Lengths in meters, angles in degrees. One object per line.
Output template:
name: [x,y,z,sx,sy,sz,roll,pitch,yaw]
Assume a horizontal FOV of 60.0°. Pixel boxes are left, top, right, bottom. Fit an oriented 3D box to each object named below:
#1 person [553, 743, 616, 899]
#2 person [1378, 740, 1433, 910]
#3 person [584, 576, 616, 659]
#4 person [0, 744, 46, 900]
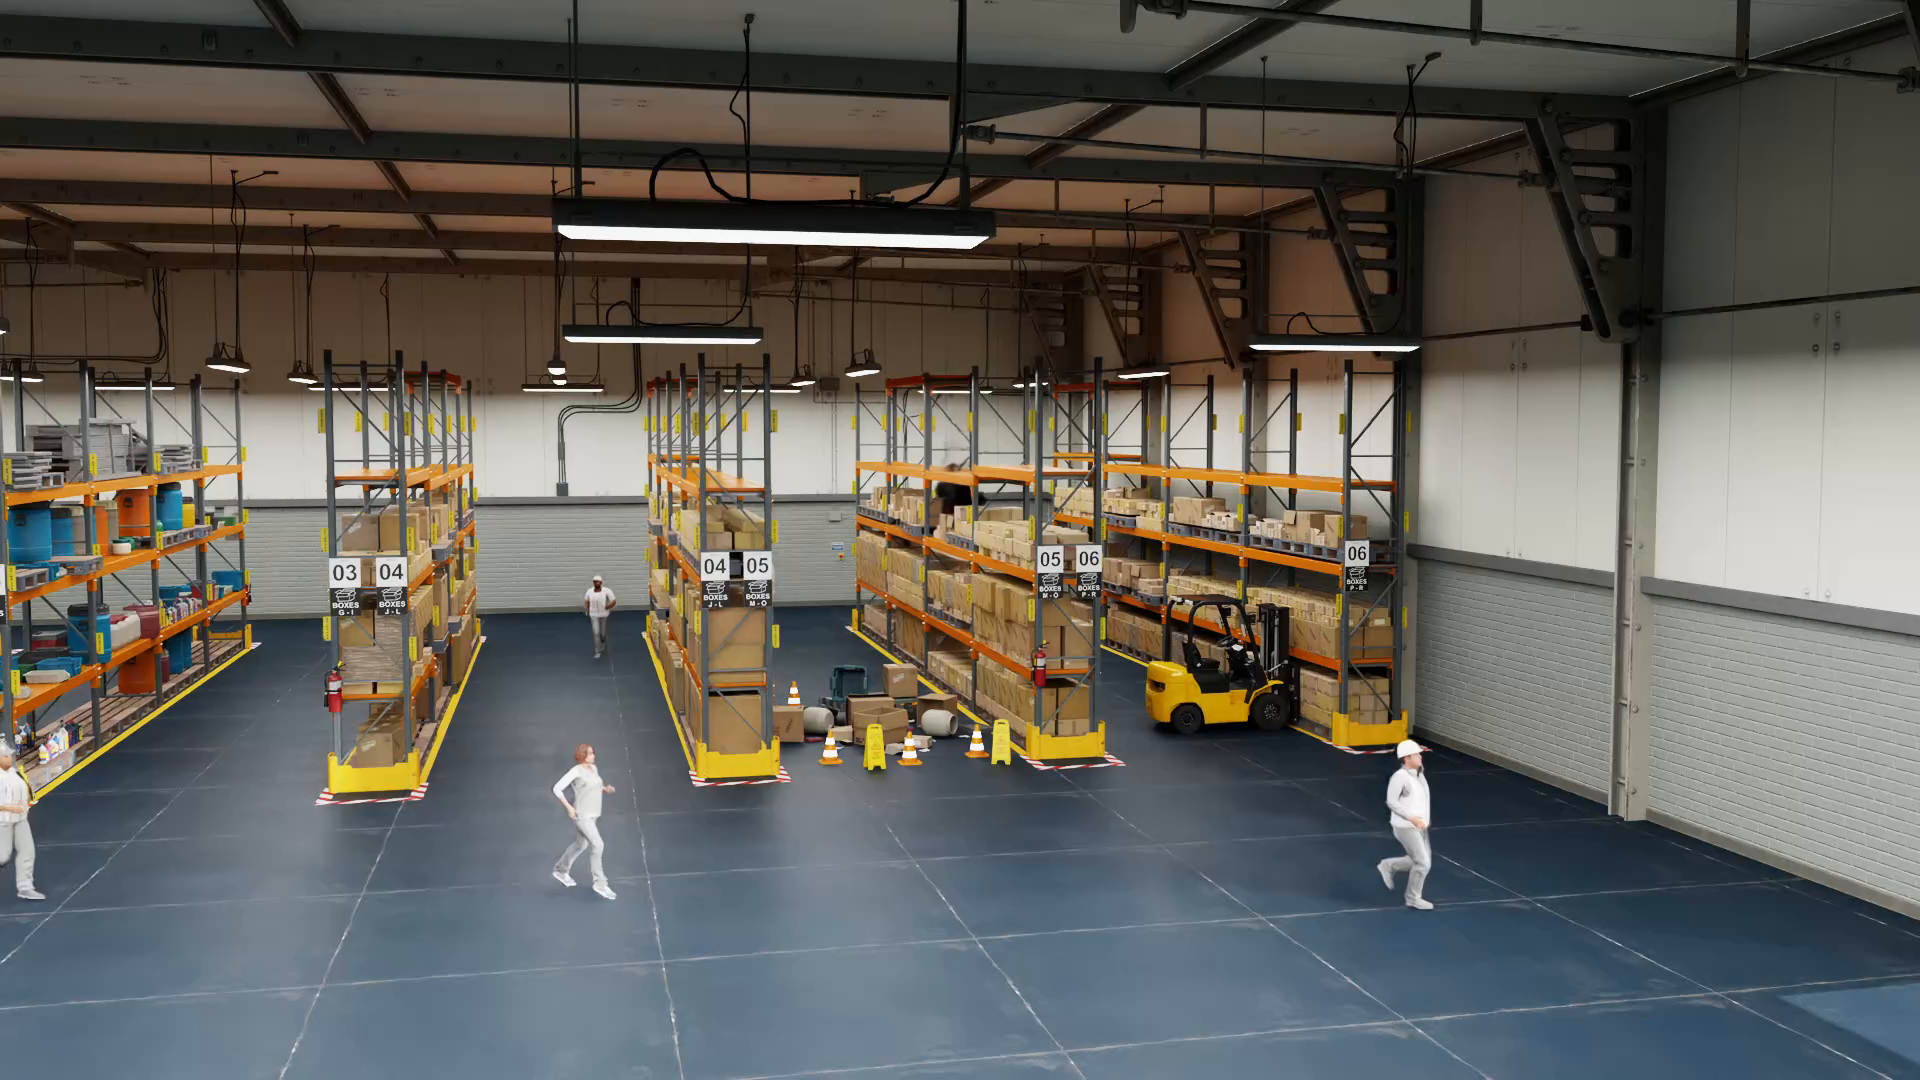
person: [-3.996,2.961,17.643,0.783,1.631,0.518,1,4,13]
person: [4.620,2.933,17.259,0.654,1.728,0.681,3,5,37]
person: [-7.750,1.642,35.796,0.690,1.766,0.844,0,4,-5]
person: [-10.054,2.968,17.482,0.837,1.659,0.607,0,4,6]
